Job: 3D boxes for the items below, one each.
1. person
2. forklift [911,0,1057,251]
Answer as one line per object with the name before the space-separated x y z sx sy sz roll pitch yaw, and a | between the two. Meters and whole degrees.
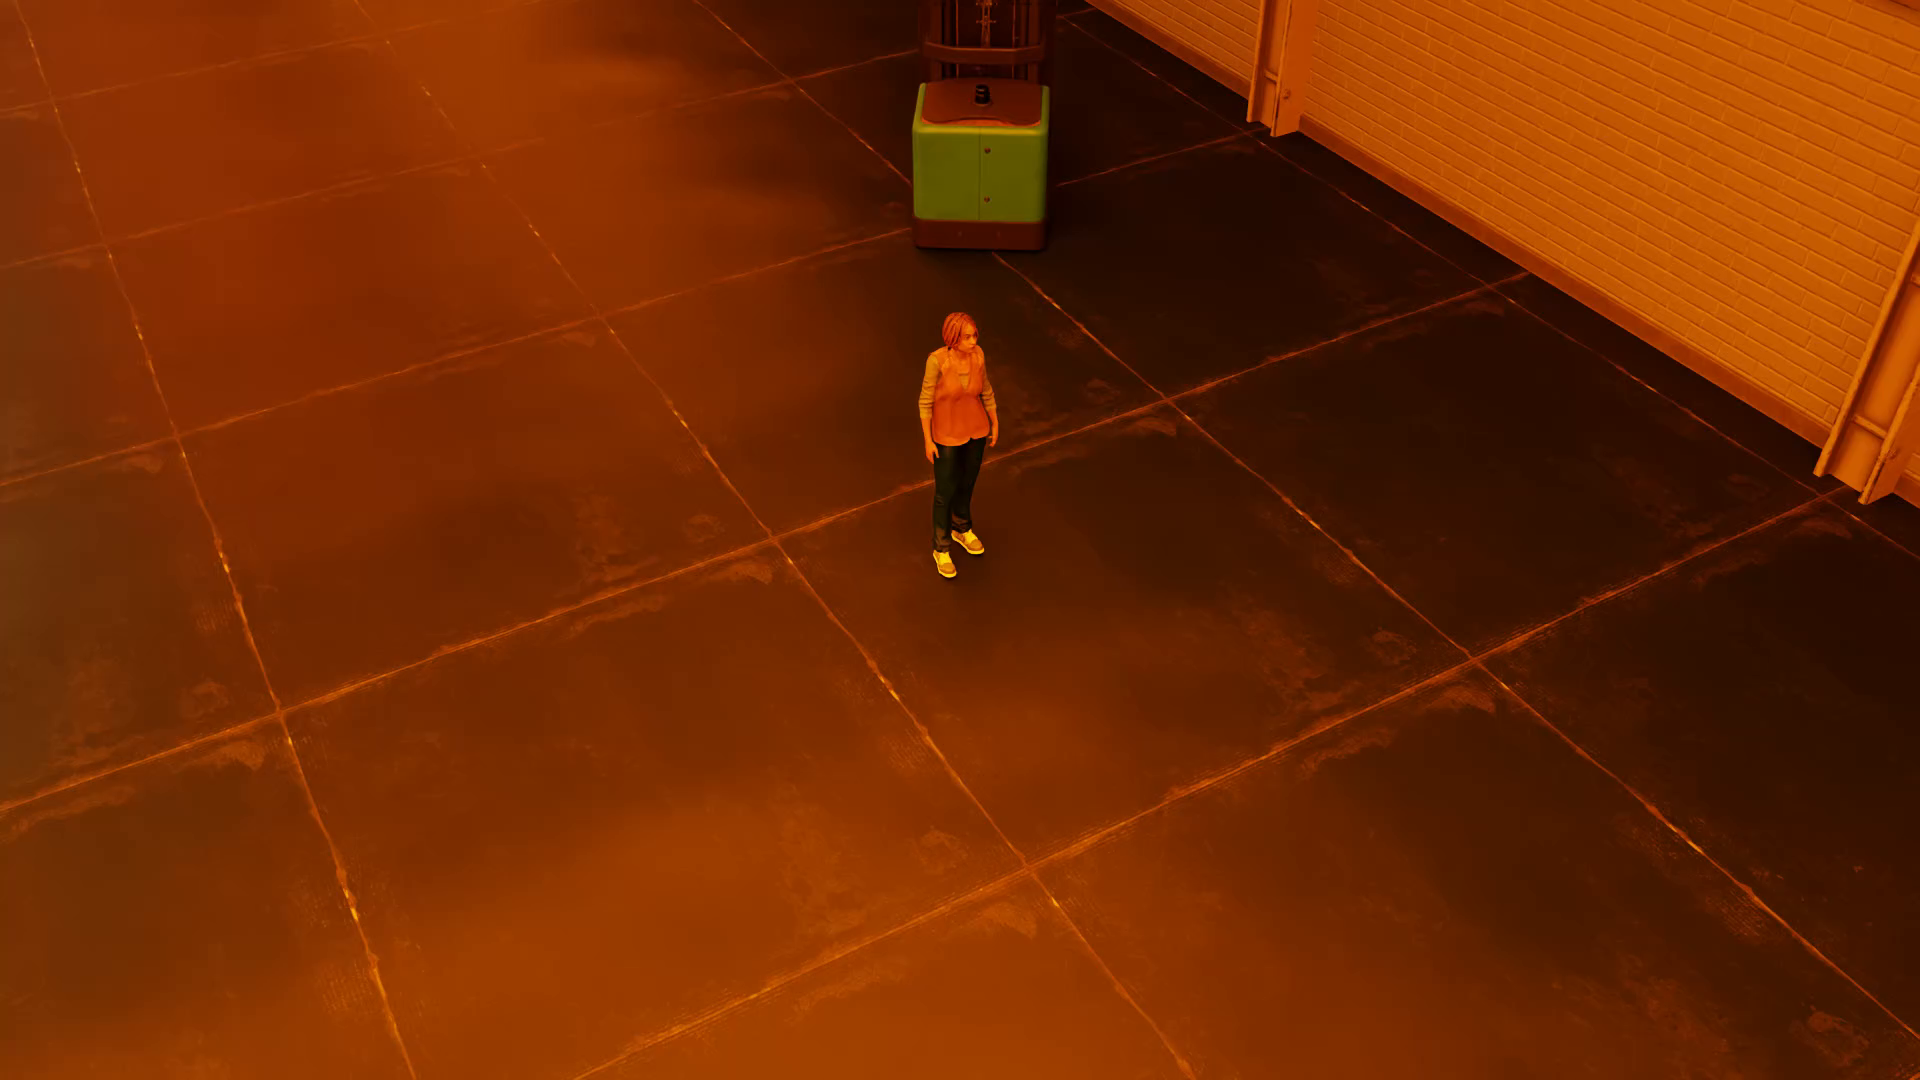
person | 0.024 -0.575 9.763 0.520 1.597 0.476 -20 44 -23
forklift | 0.229 -4.304 13.225 1.130 2.935 3.031 2 40 2
